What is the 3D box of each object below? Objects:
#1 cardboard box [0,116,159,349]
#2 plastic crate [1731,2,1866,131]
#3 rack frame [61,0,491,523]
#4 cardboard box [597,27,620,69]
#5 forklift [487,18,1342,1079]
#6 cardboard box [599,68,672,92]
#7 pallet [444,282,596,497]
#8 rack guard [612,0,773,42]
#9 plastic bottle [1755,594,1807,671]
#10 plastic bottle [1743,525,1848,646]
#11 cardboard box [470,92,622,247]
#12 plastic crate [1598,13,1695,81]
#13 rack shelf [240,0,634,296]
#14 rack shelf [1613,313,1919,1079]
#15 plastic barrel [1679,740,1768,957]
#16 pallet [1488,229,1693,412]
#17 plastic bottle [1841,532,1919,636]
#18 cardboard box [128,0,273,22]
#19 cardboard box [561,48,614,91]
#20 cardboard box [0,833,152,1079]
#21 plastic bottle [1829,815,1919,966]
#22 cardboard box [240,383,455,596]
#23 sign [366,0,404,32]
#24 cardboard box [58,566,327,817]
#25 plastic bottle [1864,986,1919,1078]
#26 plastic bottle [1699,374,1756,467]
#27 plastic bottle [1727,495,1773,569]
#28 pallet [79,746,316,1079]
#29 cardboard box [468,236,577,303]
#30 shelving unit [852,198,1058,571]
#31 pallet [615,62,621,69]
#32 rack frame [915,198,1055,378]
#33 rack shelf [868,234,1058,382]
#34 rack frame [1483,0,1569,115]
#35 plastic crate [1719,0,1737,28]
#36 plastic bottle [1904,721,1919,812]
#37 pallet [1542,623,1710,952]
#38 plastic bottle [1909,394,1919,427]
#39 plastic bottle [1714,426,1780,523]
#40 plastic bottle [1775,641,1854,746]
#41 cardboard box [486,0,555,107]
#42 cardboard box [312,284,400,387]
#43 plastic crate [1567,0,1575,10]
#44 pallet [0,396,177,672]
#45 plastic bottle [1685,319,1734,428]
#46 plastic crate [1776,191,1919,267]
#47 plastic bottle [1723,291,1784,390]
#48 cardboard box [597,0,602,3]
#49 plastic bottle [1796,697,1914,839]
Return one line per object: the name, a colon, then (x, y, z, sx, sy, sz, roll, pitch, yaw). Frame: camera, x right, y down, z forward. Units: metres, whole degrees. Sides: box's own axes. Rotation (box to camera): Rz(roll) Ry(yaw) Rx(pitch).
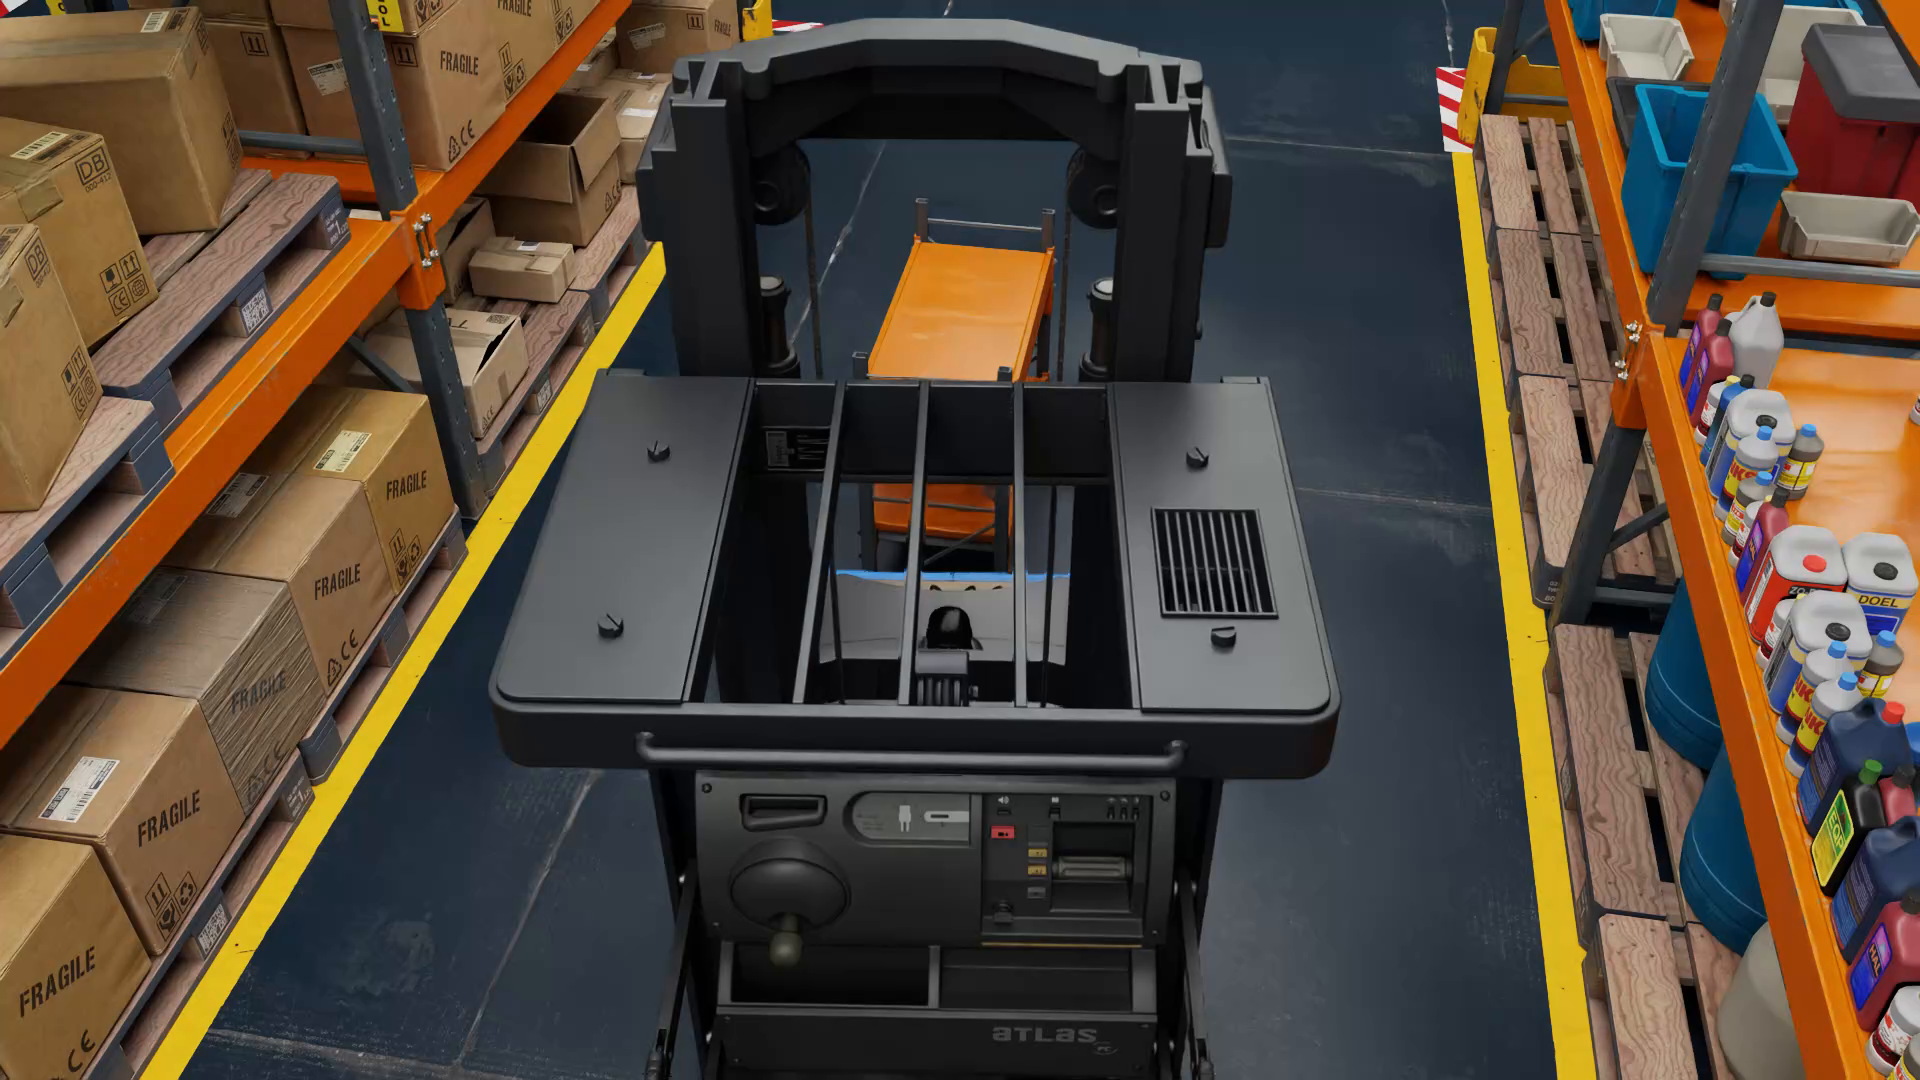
cardboard box: (-2.676, -0.805, 4.461, 0.700, 0.500, 0.500, 12, 41, 15)
plastic crate: (3.007, -1.682, 5.977, 0.437, 0.282, 0.530, 6, 40, 8)
rack frame: (-2.317, -1.315, 5.487, 1.000, 3.000, 0.127, 6, 40, 8)
cardboard box: (-2.036, -2.672, 9.020, 0.380, 0.149, 0.250, 6, 40, 8)
forklift: (-0.051, 0.716, 3.084, 1.130, 2.935, 3.031, 1, 40, 1)
cardboard box: (-1.635, -2.291, 8.545, 0.380, 0.166, 0.250, 6, 40, 8)
pallet: (-2.197, -0.672, 6.897, 1.003, 0.211, 1.213, 6, 40, 8)
rack guard: (-1.638, -2.815, 9.262, 1.175, 0.500, 0.348, 6, 40, 8)
plastic bottle: (1.898, 0.209, 3.799, 0.097, 0.201, 0.097, 0, 40, 0)
plastic bottle: (1.945, 0.110, 3.860, 0.152, 0.276, 0.135, 6, 40, 8)
cardboard box: (-1.997, -1.703, 7.569, 0.797, 0.503, 0.637, 6, 40, 8)
plastic crate: (2.566, -1.814, 6.250, 0.293, 0.136, 0.466, 6, 40, 8)
rack shelf: (-1.971, -2.293, 7.234, 1.077, 0.370, 4.000, 6, 40, 8)
rack shelf: (2.215, 0.765, 3.535, 1.077, 0.370, 4.000, 6, 40, 8)
plastic barrel: (2.328, 0.664, 4.410, 0.600, 0.901, 0.708, 6, 40, 8)
pallet: (2.859, -0.926, 7.204, 1.003, 0.211, 1.213, 6, 40, 8)
plastic bottle: (2.095, 0.127, 3.839, 0.152, 0.276, 0.135, 6, 40, 8)
cardboard box: (-2.484, -2.085, 5.555, 0.500, 0.500, 0.500, 7, 40, 8)
cardboard box: (-2.085, -2.312, 8.505, 0.500, 0.250, 0.500, 6, 40, 8)
cardboard box: (-2.472, 1.091, 4.193, 0.500, 0.500, 0.500, 6, 40, 7)
plastic bottle: (1.785, 0.649, 3.150, 0.144, 0.351, 0.185, 6, 40, 8)
cardboard box: (-2.120, -0.180, 5.731, 0.500, 0.500, 0.500, 6, 40, 7)
sign: (-1.770, -1.703, 5.047, 0.100, 0.325, 0.005, 6, 40, 8)
cardboard box: (-2.301, 0.444, 4.976, 0.500, 0.500, 0.500, 7, 40, 8)
plastic bottle: (1.714, 0.876, 2.992, 0.097, 0.201, 0.097, 0, 40, 0)
plastic bottle: (2.035, -0.315, 4.378, 0.097, 0.271, 0.097, 0, 40, 0)
plastic bottle: (1.962, -0.020, 4.076, 0.097, 0.201, 0.097, 0, 40, 0)
pallet: (-2.629, 1.042, 4.824, 1.003, 0.211, 1.213, 6, 40, 8)
cardboard box: (-1.891, -1.177, 7.197, 0.380, 0.166, 0.250, 6, 40, 8)
shelving unit: (0.001, -0.438, 5.897, 0.538, 1.125, 1.048, 6, 40, 8)
pallet: (-1.775, -2.203, 8.749, 1.003, 0.211, 1.213, 6, 40, 8)
rack frame: (0.089, -0.757, 6.283, 0.500, 1.125, 0.032, 6, 40, 8)
rack shelf: (0.001, -0.663, 5.710, 0.538, 0.278, 1.000, 6, 40, 8)
rack frame: (3.253, -3.277, 7.860, 1.000, 3.000, 0.127, 6, 40, 8)
plastic crate: (3.169, -2.121, 6.622, 0.298, 0.136, 0.250, 6, 40, 8)
plastic bottle: (1.967, 0.466, 3.434, 0.097, 0.271, 0.097, 0, 40, 0)
pallet: (2.386, 0.787, 5.132, 1.003, 0.211, 1.213, 6, 40, 8)
plastic bottle: (2.685, -0.409, 4.547, 0.097, 0.201, 0.097, 0, 40, 0)
plastic bottle: (1.995, -0.169, 4.202, 0.097, 0.271, 0.097, 0, 40, 0)
plastic bottle: (1.858, 0.328, 3.601, 0.097, 0.271, 0.097, 0, 40, 0)
cardboard box: (-1.875, -1.966, 6.195, 0.500, 0.500, 0.500, 7, 40, 8)
cardboard box: (-2.498, -0.910, 6.614, 0.500, 0.500, 0.500, 6, 40, 8)
plastic crate: (2.658, -2.291, 6.751, 0.416, 0.233, 0.300, 6, 40, 8)
pallet: (-2.677, 0.048, 3.989, 1.003, 0.211, 1.213, 6, 40, 8)
plastic bottle: (2.054, -0.455, 4.538, 0.061, 0.283, 0.133, 6, 40, 8)
plastic crate: (2.782, -0.965, 5.223, 0.396, 0.136, 0.243, 6, 40, 8)
plastic bottle: (2.174, -0.537, 4.585, 0.144, 0.351, 0.185, 6, 40, 8)
cardboard box: (-1.700, -2.599, 6.960, 0.500, 0.500, 0.500, 6, 40, 7)
plastic bottle: (1.840, 0.449, 3.391, 0.144, 0.351, 0.185, 6, 40, 8)
